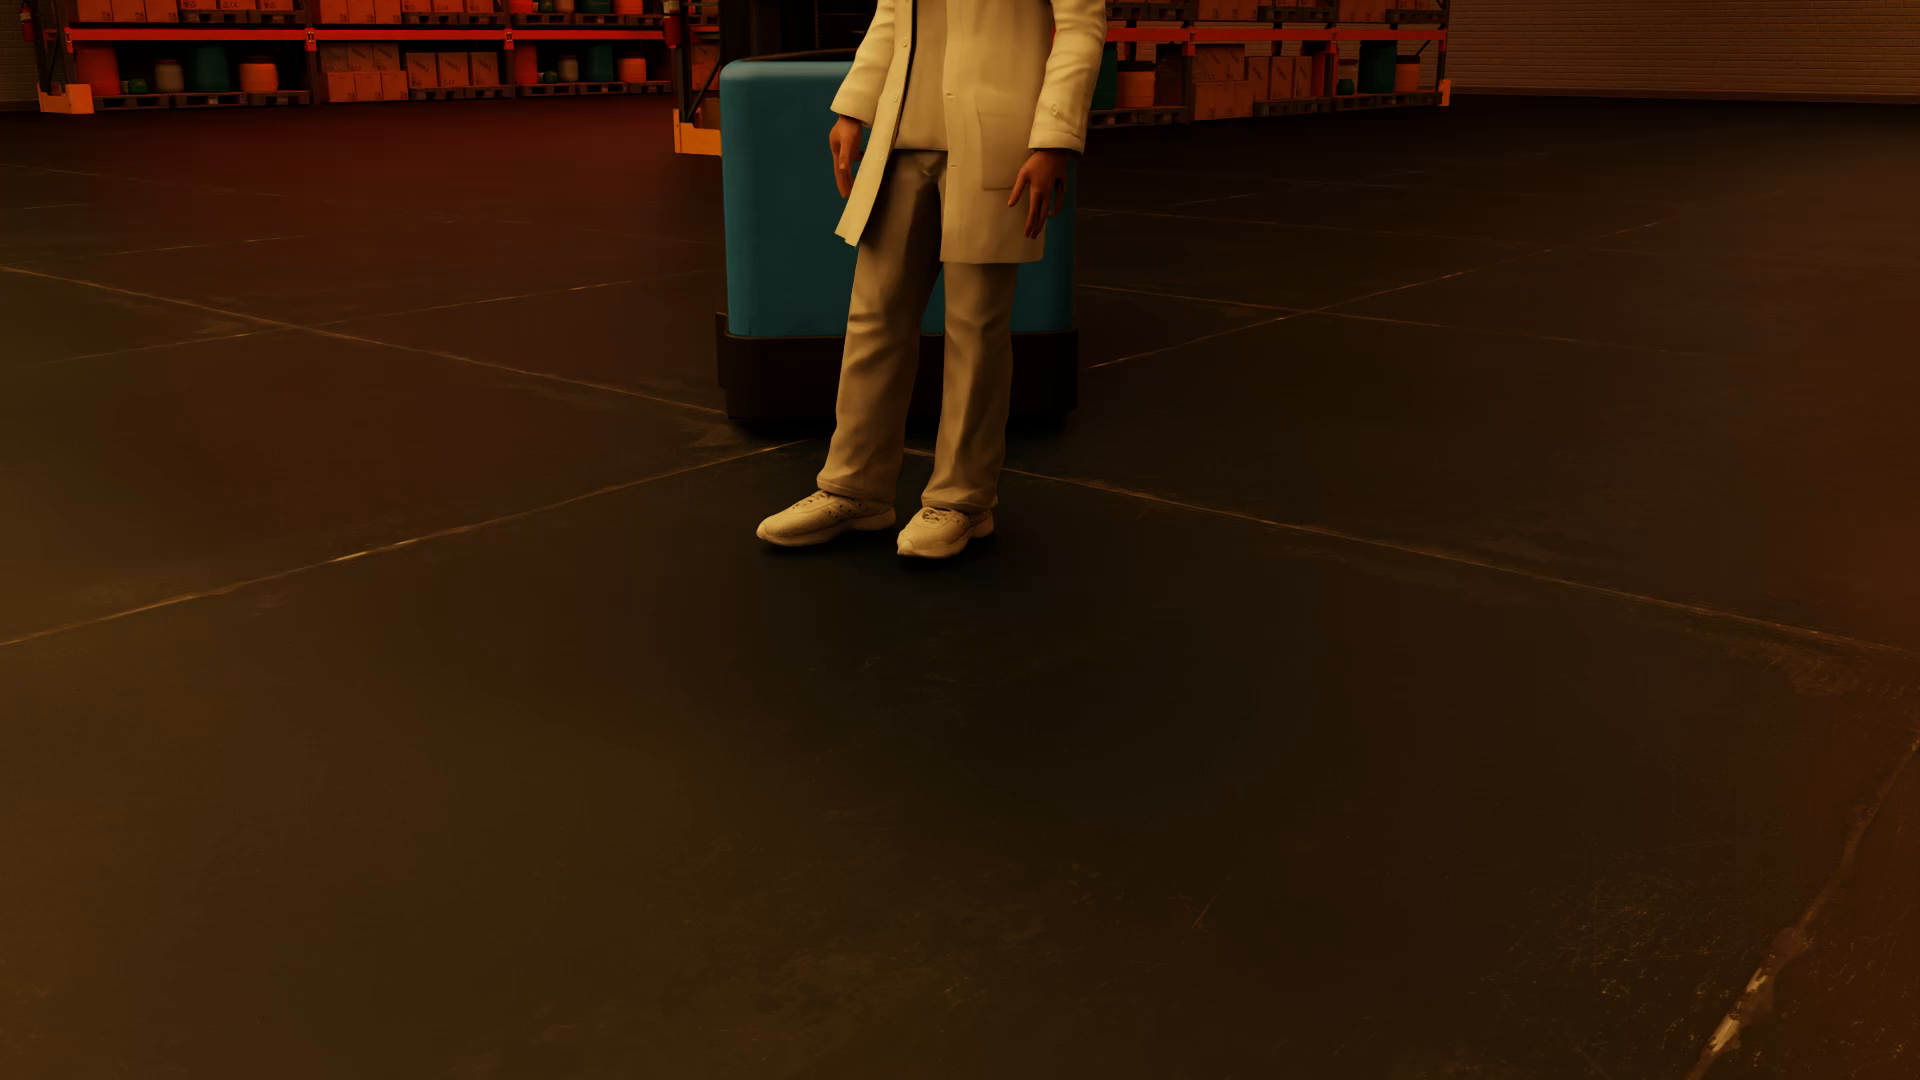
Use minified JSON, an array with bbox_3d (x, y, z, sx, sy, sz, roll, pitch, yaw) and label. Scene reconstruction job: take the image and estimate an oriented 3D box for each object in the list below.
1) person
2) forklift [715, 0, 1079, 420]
[{"bbox_3d":[-0.061,-0.838,3.618,0.694,1.776,0.581,13,21,37],"label":"person"},{"bbox_3d":[-0.318,-2.135,5.929,1.130,2.935,3.031,-2,17,-6],"label":"forklift"}]
